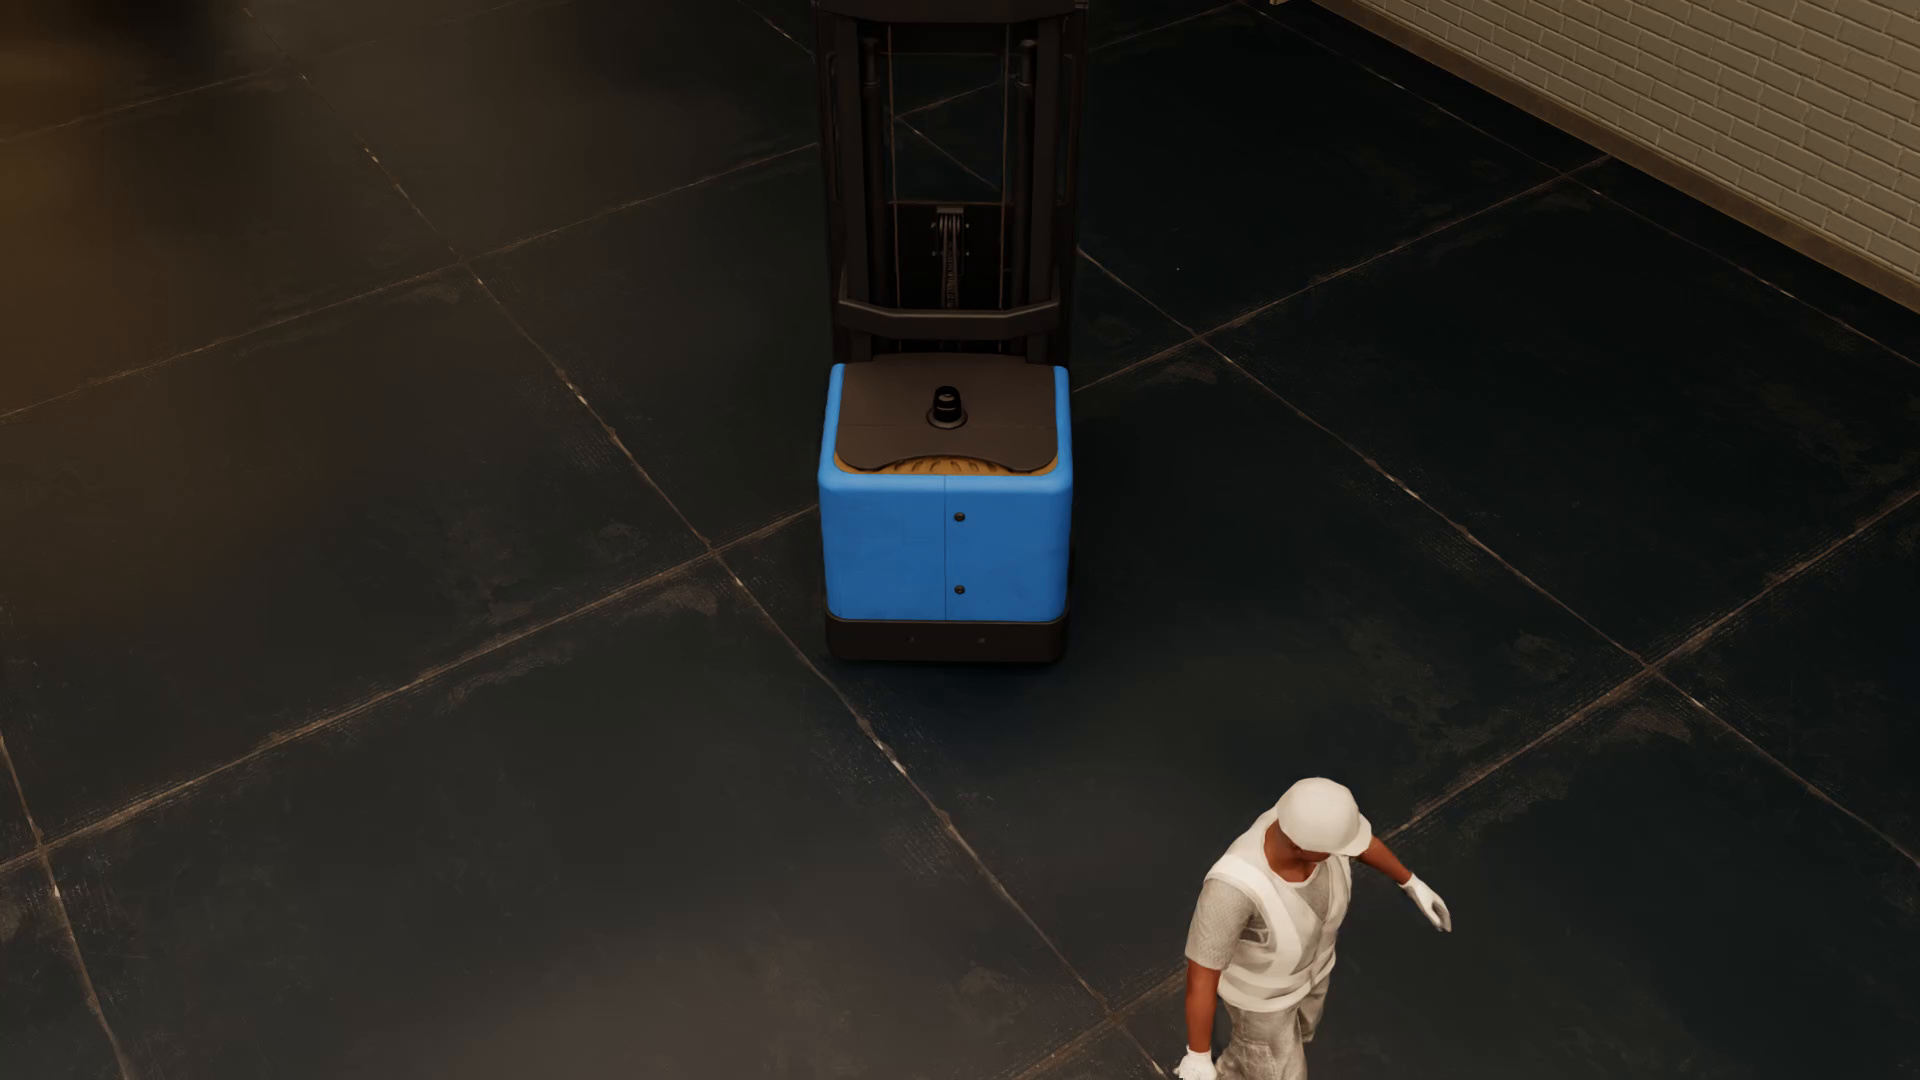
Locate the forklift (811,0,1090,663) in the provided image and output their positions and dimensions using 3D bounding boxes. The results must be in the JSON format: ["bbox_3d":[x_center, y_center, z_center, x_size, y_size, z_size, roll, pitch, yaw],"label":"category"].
[{"bbox_3d":[-0.033,-1.525,7.370,1.130,2.935,3.031,1,43,1],"label":"forklift"}]

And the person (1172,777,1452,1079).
[{"bbox_3d":[1.016,1.380,5.120,0.998,1.806,0.532,-32,51,-30],"label":"person"}]
